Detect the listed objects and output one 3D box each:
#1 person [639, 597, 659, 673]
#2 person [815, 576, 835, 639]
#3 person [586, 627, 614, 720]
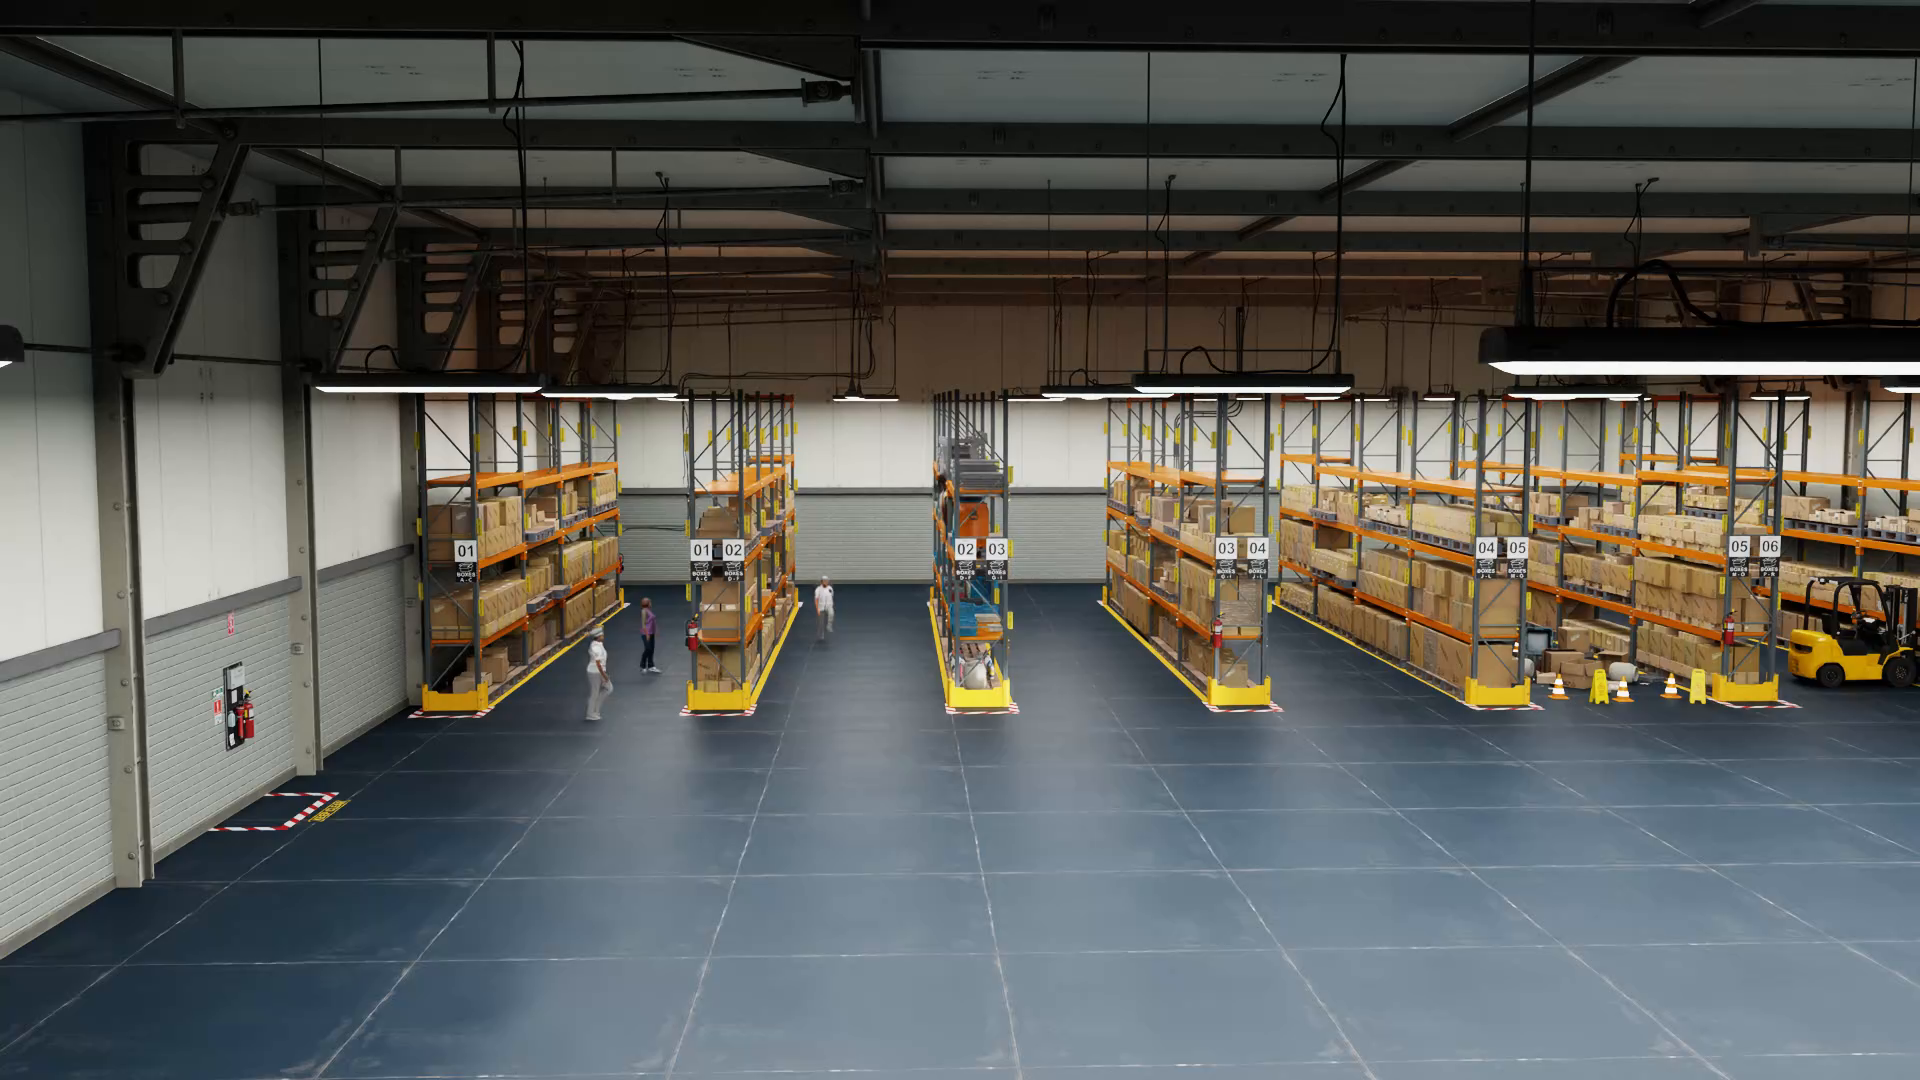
[{"bbox_3d":[-6.642,2.049,35.619,0.393,1.649,0.526,2,5,21],"label":"person"},{"bbox_3d":[-3.240,1.645,39.877,0.488,1.560,1.008,0,5,-4],"label":"person"},{"bbox_3d":[-6.535,2.420,30.099,0.493,1.694,0.444,1,5,8],"label":"person"}]
